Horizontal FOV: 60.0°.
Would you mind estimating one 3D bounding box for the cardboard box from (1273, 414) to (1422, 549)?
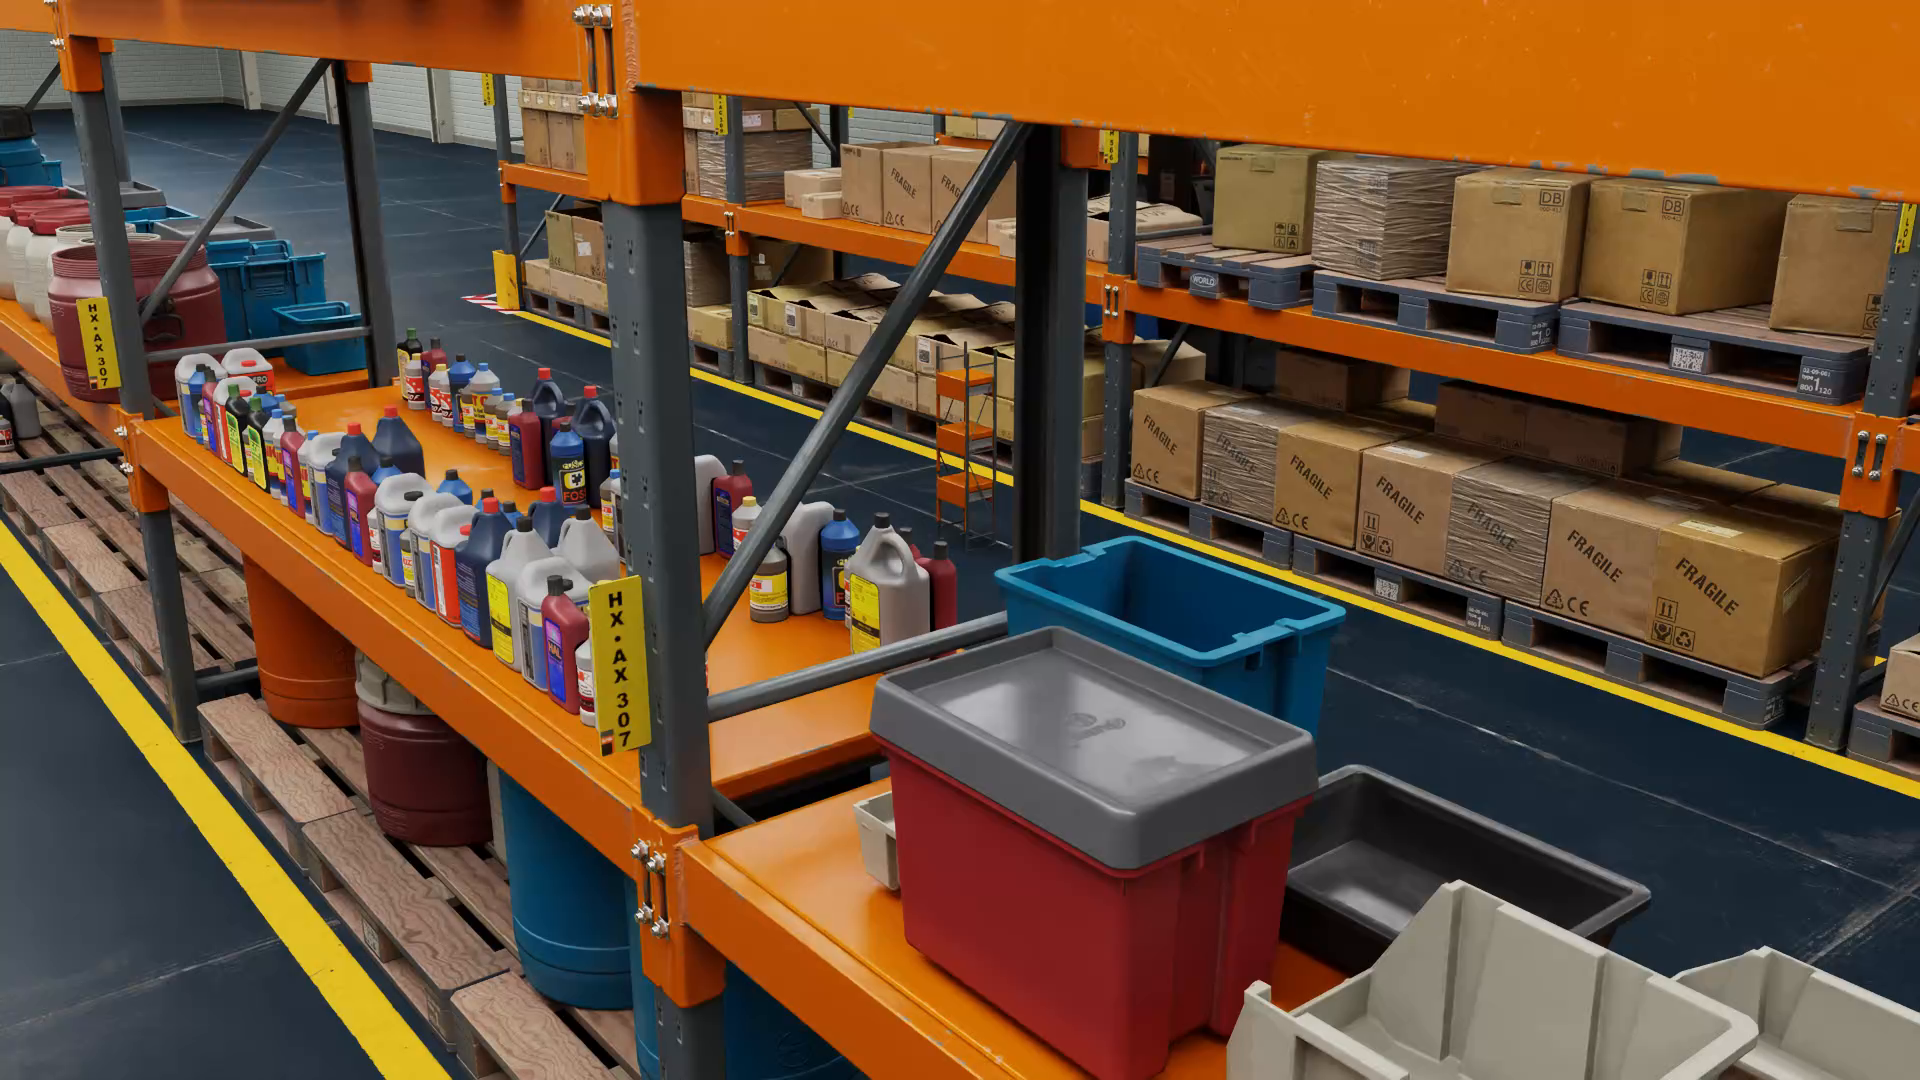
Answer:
[{"bbox_3d":[1.924,-0.303,8.281,0.500,0.500,0.500,-14,23,-37],"label":"cardboard box"}]

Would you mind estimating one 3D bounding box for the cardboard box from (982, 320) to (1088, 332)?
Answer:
[{"bbox_3d":[0.486,-1.301,10.835,0.500,0.311,0.500,-15,23,-38],"label":"cardboard box"}]

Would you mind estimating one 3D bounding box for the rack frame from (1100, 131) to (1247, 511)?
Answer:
[{"bbox_3d":[1.229,-1.701,9.227,1.000,3.000,0.127,-14,23,-36],"label":"rack frame"}]

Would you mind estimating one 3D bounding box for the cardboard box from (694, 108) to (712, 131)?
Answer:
[{"bbox_3d":[-1.744,-3.128,12.347,0.380,0.149,0.250,-15,23,-37],"label":"cardboard box"}]

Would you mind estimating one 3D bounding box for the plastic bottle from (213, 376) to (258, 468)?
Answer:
[{"bbox_3d":[-2.354,-0.392,5.473,0.152,0.276,0.135,-14,23,-36],"label":"plastic bottle"}]

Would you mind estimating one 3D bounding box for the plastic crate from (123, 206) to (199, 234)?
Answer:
[{"bbox_3d":[-4.212,-1.502,8.652,0.392,0.384,0.575,-14,23,-36],"label":"plastic crate"}]

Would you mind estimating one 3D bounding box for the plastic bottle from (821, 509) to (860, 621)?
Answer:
[{"bbox_3d":[-0.296,0.056,4.125,0.097,0.271,0.097,0,18,0],"label":"plastic bottle"}]

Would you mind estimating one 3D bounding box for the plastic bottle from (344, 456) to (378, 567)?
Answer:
[{"bbox_3d":[-1.618,-0.081,4.520,0.061,0.283,0.133,-14,23,-36],"label":"plastic bottle"}]

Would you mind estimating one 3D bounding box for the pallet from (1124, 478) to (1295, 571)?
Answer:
[{"bbox_3d":[1.662,-0.186,9.087,1.003,0.211,1.213,-14,23,-36],"label":"pallet"}]

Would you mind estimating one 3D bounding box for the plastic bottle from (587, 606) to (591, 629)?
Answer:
[{"bbox_3d":[-0.800,0.243,3.673,0.097,0.201,0.097,0,18,0],"label":"plastic bottle"}]

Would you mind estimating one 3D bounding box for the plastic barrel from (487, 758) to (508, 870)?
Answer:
[{"bbox_3d":[-1.218,0.764,5.073,0.421,0.512,0.421,0,18,0],"label":"plastic barrel"}]

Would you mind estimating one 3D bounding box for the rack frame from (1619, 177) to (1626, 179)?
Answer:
[{"bbox_3d":[5.109,-2.668,12.149,1.000,3.000,0.127,-14,23,-36],"label":"rack frame"}]

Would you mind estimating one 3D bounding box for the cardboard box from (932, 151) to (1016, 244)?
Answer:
[{"bbox_3d":[0.174,-2.158,10.450,0.500,0.500,0.500,-16,24,-39],"label":"cardboard box"}]

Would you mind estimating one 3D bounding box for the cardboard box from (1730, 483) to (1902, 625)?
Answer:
[{"bbox_3d":[3.603,0.096,7.078,0.500,0.500,0.500,-15,24,-39],"label":"cardboard box"}]

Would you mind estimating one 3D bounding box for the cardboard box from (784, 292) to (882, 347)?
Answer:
[{"bbox_3d":[-0.887,-1.572,11.652,0.500,0.311,0.500,-14,23,-37],"label":"cardboard box"}]

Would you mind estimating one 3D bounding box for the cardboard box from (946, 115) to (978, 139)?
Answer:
[{"bbox_3d":[0.196,-4.396,17.573,0.500,0.250,0.500,-15,23,-38],"label":"cardboard box"}]

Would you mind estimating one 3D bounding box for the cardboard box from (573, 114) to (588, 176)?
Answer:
[{"bbox_3d":[-2.825,-3.350,14.049,0.700,0.500,0.500,-14,23,-36],"label":"cardboard box"}]

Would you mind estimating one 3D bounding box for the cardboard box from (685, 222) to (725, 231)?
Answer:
[{"bbox_3d":[-1.919,-2.358,13.726,0.500,0.500,0.500,-14,23,-36],"label":"cardboard box"}]

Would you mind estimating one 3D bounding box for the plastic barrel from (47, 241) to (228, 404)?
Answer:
[{"bbox_3d":[-3.182,-0.855,6.455,0.600,0.536,0.708,-14,23,-36],"label":"plastic barrel"}]

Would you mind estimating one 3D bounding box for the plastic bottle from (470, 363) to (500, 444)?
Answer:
[{"bbox_3d":[-1.629,-0.473,5.723,0.097,0.271,0.097,0,18,0],"label":"plastic bottle"}]

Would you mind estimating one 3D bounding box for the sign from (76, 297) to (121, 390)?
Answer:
[{"bbox_3d":[-3.084,-0.703,5.955,0.100,0.325,0.005,-14,23,-36],"label":"sign"}]

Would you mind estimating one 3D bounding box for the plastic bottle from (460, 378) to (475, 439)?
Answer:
[{"bbox_3d":[-1.689,-0.463,5.806,0.097,0.201,0.097,0,18,0],"label":"plastic bottle"}]

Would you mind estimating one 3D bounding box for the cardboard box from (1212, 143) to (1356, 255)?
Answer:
[{"bbox_3d":[1.708,-1.814,8.743,0.500,0.500,0.700,11,21,30],"label":"cardboard box"}]

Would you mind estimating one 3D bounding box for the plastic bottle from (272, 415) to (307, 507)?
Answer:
[{"bbox_3d":[-2.017,-0.242,5.028,0.097,0.271,0.097,0,18,0],"label":"plastic bottle"}]

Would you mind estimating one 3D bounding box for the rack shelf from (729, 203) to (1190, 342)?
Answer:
[{"bbox_3d":[-0.013,-1.852,10.828,1.077,0.370,4.000,-14,23,-36],"label":"rack shelf"}]

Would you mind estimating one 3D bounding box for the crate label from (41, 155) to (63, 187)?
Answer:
[{"bbox_3d":[-6.269,-2.322,11.048,0.502,0.435,0.616,-14,23,-36],"label":"crate label"}]

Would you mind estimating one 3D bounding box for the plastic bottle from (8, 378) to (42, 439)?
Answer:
[{"bbox_3d":[-5.653,-0.802,10.028,0.144,0.351,0.185,-14,23,-36],"label":"plastic bottle"}]

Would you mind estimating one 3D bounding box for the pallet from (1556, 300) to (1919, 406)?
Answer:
[{"bbox_3d":[3.301,-0.842,6.939,1.003,0.211,1.213,-14,23,-36],"label":"pallet"}]

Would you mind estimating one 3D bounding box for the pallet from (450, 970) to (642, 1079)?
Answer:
[{"bbox_3d":[-0.620,1.376,4.371,1.003,0.211,1.213,-14,23,-36],"label":"pallet"}]

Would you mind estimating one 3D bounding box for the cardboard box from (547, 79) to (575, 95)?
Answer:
[{"bbox_3d":[-3.095,-4.076,14.178,0.700,0.500,0.500,-15,23,-38],"label":"cardboard box"}]

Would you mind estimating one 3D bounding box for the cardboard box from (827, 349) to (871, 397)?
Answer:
[{"bbox_3d":[-0.559,-1.179,11.359,0.500,0.250,0.500,-15,23,-38],"label":"cardboard box"}]

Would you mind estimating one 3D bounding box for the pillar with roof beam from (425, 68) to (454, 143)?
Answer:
[{"bbox_3d":[-13.296,-11.079,28.006,9.100,9.000,0.400,-14,23,-36],"label":"pillar with roof beam"}]

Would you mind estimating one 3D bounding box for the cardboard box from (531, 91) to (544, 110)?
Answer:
[{"bbox_3d":[-3.498,-3.824,14.449,0.380,0.149,0.250,-15,23,-37],"label":"cardboard box"}]

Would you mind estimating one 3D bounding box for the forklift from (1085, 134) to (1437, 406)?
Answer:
[{"bbox_3d":[2.039,-2.267,11.046,1.130,2.935,3.031,-15,23,-38],"label":"forklift"}]

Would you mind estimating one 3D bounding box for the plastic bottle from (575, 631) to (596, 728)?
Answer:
[{"bbox_3d":[-0.765,0.288,3.538,0.097,0.201,0.097,0,18,0],"label":"plastic bottle"}]

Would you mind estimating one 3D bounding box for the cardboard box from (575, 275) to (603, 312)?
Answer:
[{"bbox_3d":[-2.957,-2.145,14.274,0.500,0.250,0.500,-14,23,-36],"label":"cardboard box"}]

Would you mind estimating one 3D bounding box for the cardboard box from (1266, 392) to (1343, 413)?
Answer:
[{"bbox_3d":[1.993,-0.538,8.993,0.500,0.500,0.500,-13,22,-34],"label":"cardboard box"}]

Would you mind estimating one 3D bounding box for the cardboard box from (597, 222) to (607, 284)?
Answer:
[{"bbox_3d":[-2.651,-2.376,13.780,0.500,0.500,0.500,-14,23,-36],"label":"cardboard box"}]

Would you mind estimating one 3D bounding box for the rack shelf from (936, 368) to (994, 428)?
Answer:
[{"bbox_3d":[0.033,-0.745,8.572,0.215,0.259,0.240,-14,23,-36],"label":"rack shelf"}]

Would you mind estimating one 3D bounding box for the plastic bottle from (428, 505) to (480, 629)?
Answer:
[{"bbox_3d":[-1.211,0.061,4.103,0.152,0.276,0.135,-14,23,-36],"label":"plastic bottle"}]

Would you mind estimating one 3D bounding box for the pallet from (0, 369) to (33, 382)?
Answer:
[{"bbox_3d":[-7.040,-1.172,12.065,1.003,0.211,1.213,-14,23,-36],"label":"pallet"}]

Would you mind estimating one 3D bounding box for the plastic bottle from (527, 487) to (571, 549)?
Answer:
[{"bbox_3d":[-1.002,0.038,4.055,0.144,0.351,0.185,-14,23,-36],"label":"plastic bottle"}]

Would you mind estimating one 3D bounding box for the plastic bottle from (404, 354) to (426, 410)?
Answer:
[{"bbox_3d":[-2.014,-0.592,6.195,0.097,0.201,0.097,0,18,0],"label":"plastic bottle"}]

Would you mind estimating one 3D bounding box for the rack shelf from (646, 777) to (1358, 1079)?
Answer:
[{"bbox_3d":[1.069,1.085,1.958,1.077,0.370,4.000,-14,23,-36],"label":"rack shelf"}]

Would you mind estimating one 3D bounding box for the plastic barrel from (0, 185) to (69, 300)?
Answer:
[{"bbox_3d":[-4.718,-1.507,8.424,0.433,0.535,0.433,0,18,0],"label":"plastic barrel"}]

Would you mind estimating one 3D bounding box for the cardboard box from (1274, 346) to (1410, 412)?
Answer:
[{"bbox_3d":[2.031,-0.881,8.836,0.500,0.250,0.500,-13,22,-34],"label":"cardboard box"}]

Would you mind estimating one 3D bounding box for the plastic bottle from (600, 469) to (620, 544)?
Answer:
[{"bbox_3d":[-0.967,-0.100,4.708,0.097,0.201,0.097,0,18,0],"label":"plastic bottle"}]

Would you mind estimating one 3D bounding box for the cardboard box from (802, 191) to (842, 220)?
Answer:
[{"bbox_3d":[-0.865,-2.309,11.463,0.380,0.149,0.250,-14,23,-36],"label":"cardboard box"}]

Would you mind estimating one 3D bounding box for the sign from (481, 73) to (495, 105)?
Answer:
[{"bbox_3d":[-4.177,-4.014,14.709,0.100,0.325,0.005,-14,23,-36],"label":"sign"}]

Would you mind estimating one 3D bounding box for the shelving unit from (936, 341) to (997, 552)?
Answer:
[{"bbox_3d":[0.033,-0.485,8.658,0.215,1.050,0.252,-14,23,-36],"label":"shelving unit"}]

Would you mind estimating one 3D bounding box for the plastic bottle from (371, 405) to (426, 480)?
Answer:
[{"bbox_3d":[-1.649,-0.223,4.842,0.144,0.351,0.185,-14,23,-36],"label":"plastic bottle"}]

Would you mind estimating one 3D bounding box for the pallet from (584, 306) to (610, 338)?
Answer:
[{"bbox_3d":[-2.478,-1.868,14.167,1.003,0.211,1.213,-14,23,-36],"label":"pallet"}]

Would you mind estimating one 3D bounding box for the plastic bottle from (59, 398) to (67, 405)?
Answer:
[{"bbox_3d":[-5.798,-1.032,10.842,0.152,0.276,0.135,-14,23,-36],"label":"plastic bottle"}]

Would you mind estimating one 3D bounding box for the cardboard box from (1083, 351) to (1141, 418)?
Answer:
[{"bbox_3d":[0.710,-0.942,9.750,0.500,0.311,0.500,-13,22,-35],"label":"cardboard box"}]
